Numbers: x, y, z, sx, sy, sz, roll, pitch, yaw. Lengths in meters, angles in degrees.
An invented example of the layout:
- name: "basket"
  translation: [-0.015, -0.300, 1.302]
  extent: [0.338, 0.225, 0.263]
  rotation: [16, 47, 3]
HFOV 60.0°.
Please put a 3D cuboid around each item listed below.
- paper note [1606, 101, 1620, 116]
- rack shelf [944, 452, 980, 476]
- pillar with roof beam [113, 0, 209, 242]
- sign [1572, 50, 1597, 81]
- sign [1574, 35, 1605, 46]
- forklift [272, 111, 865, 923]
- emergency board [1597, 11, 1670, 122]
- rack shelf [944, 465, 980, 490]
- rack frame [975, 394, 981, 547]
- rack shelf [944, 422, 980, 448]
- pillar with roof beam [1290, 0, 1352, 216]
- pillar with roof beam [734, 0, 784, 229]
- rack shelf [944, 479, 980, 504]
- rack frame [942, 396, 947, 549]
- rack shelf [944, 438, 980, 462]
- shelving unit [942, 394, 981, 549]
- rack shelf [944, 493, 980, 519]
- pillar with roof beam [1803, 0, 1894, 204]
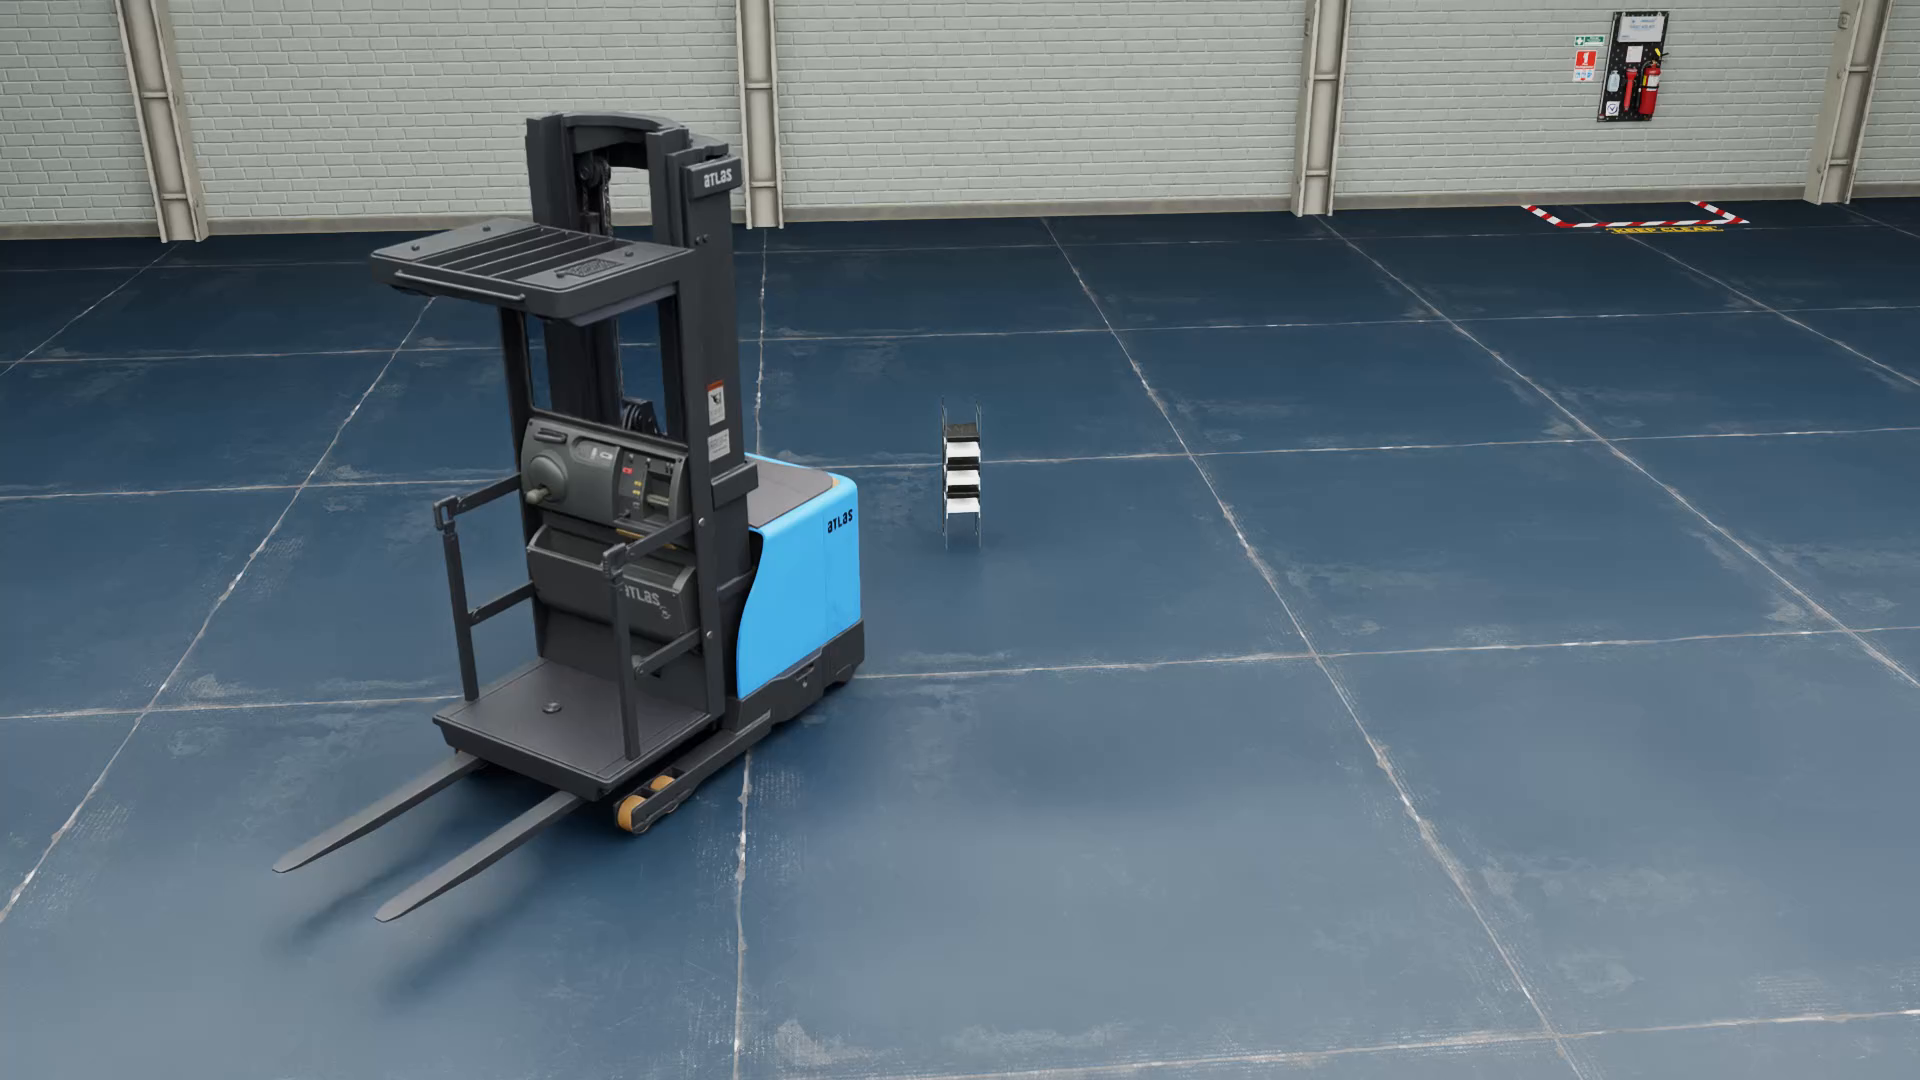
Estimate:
- name: "paper note"
  translation: [7.206, -4.764, 18.360]
  extent: [0.142, 0.148, 0.016]
  rotation: [-2, 24, -5]
- name: "rack shelf"
  translation: [0.008, -0.463, 10.045]
  extent: [0.200, 0.077, 0.258]
  rotation: [-2, 24, -5]
- name: "pillar with roof beam"
  translation: [-7.637, -5.512, 11.571]
  extent: [0.400, 9.000, 9.100]
  rotation: [-2, 24, -5]
- name: "sign"
  translation: [6.829, -5.182, 18.171]
  extent: [0.234, 0.329, 0.001]
  rotation: [-2, 24, -5]
- name: "sign"
  translation: [6.834, -5.420, 18.056]
  extent: [0.331, 0.109, 0.001]
  rotation: [-2, 24, -5]
- name: "forklift"
  translation: [-1.702, -0.260, 7.226]
  extent: [1.130, 2.935, 3.031]
  rotation: [14, 28, 29]
- name: "emergency board"
  translation: [7.389, -5.146, 18.134]
  extent: [0.643, 1.169, 0.194]
  rotation: [-2, 24, -5]
- name: "rack shelf"
  translation: [0.008, -0.381, 10.081]
  extent: [0.200, 0.077, 0.258]
  rotation: [-2, 24, -5]
- name: "rack frame"
  translation: [0.109, -0.416, 10.077]
  extent: [0.006, 0.900, 0.240]
  rotation: [-2, 24, -5]
- name: "rack shelf"
  translation: [0.008, -0.628, 9.972]
  extent: [0.200, 0.077, 0.258]
  rotation: [-2, 24, -5]
- name: "pillar with roof beam"
  translation: [4.304, -5.991, 12.649]
  extent: [0.400, 9.000, 9.100]
  rotation: [-2, 24, -5]
- name: "pillar with roof beam"
  translation: [-1.666, -5.751, 12.110]
  extent: [0.400, 9.000, 9.100]
  rotation: [-2, 24, -5]
- name: "rack shelf"
  translation: [0.008, -0.299, 10.118]
  extent: [0.200, 0.077, 0.258]
  rotation: [-2, 24, -5]
- name: "rack frame"
  translation: [-0.093, -0.407, 10.059]
  extent: [0.006, 0.900, 0.240]
  rotation: [-2, 24, -5]
- name: "rack shelf"
  translation: [0.008, -0.546, 10.008]
  extent: [0.200, 0.077, 0.258]
  rotation: [-2, 24, -5]
- name: "shelving unit"
  translation: [0.008, -0.412, 10.068]
  extent: [0.210, 0.900, 0.258]
  rotation: [-2, 24, -5]
- name: "rack shelf"
  translation: [0.008, -0.217, 10.155]
  extent: [0.200, 0.077, 0.258]
  rotation: [-2, 24, -5]
- name: "pillar with roof beam"
  translation: [10.275, -6.230, 13.188]
  extent: [0.400, 9.000, 9.100]
  rotation: [-2, 24, -5]
